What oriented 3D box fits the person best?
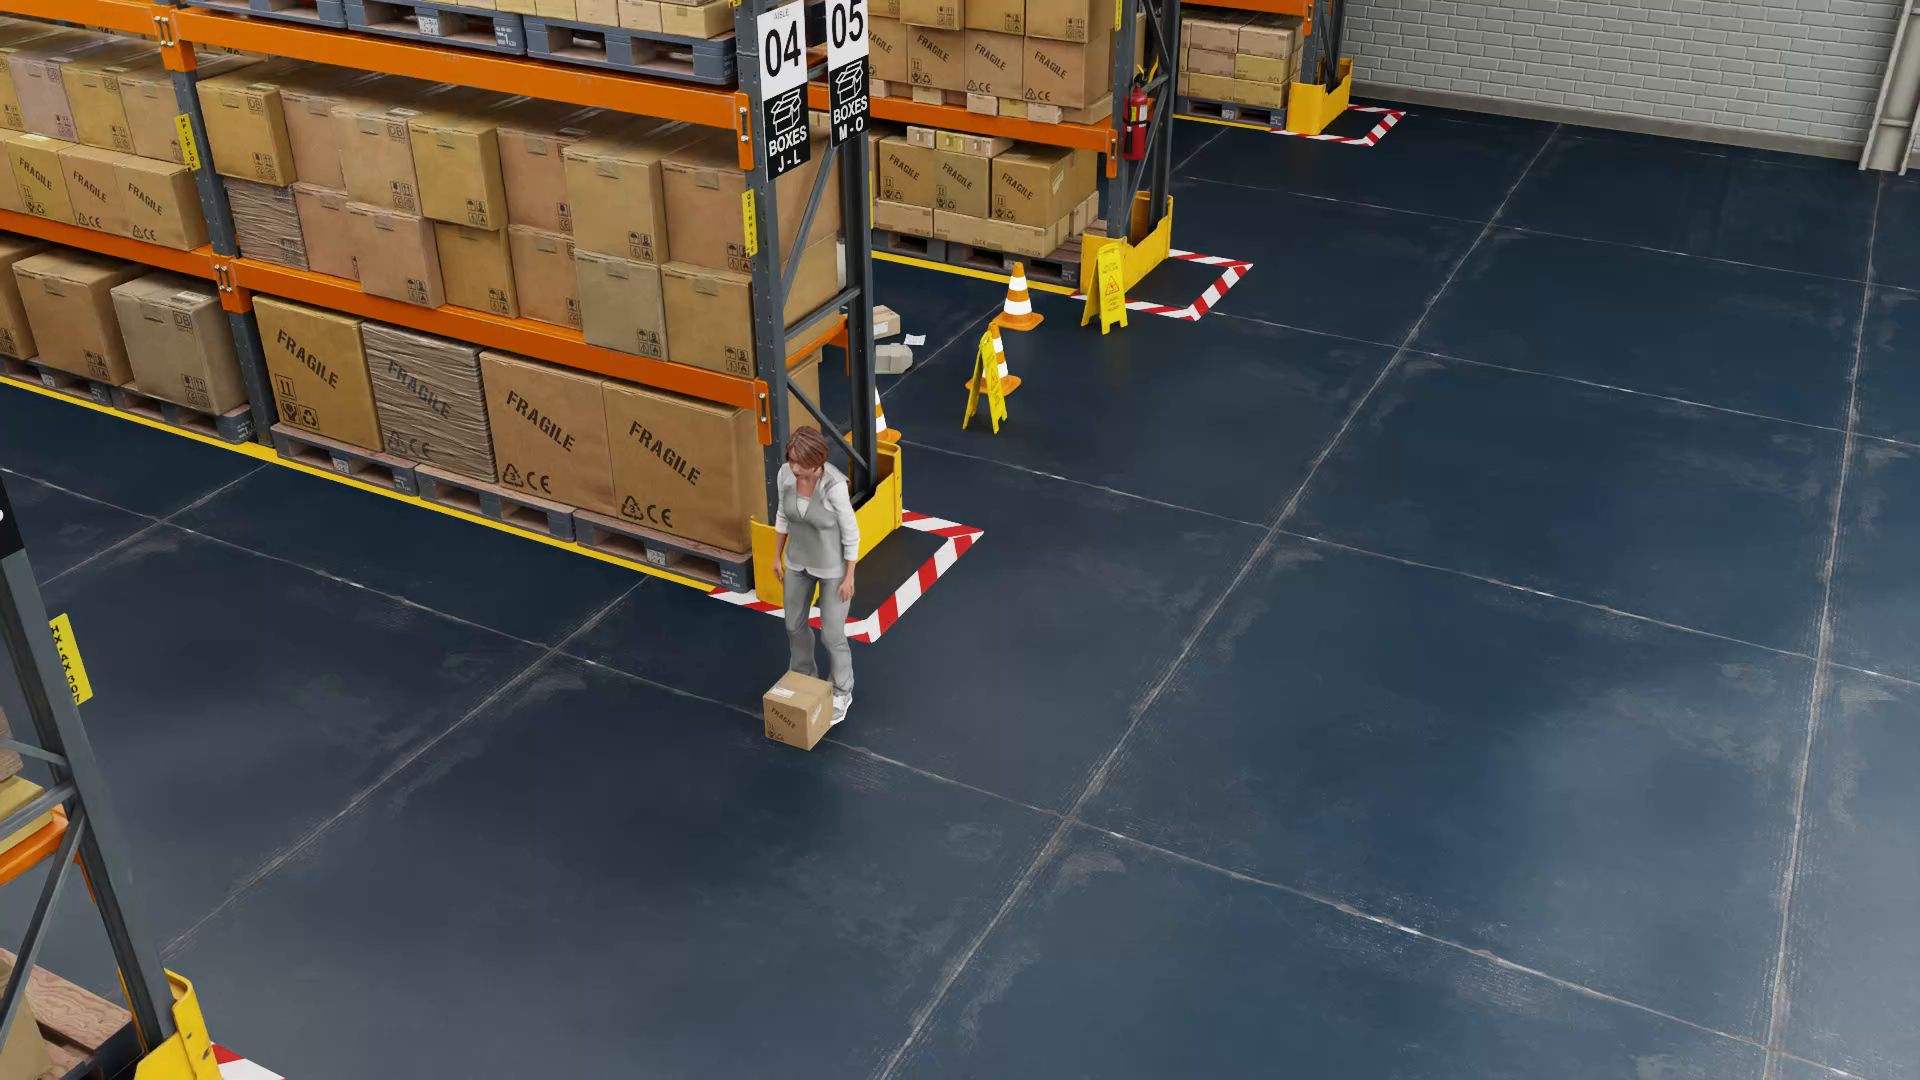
[{"bbox_3d":[-0.693,0.147,8.041,0.460,1.593,0.346,15,34,23],"label":"person"}]
